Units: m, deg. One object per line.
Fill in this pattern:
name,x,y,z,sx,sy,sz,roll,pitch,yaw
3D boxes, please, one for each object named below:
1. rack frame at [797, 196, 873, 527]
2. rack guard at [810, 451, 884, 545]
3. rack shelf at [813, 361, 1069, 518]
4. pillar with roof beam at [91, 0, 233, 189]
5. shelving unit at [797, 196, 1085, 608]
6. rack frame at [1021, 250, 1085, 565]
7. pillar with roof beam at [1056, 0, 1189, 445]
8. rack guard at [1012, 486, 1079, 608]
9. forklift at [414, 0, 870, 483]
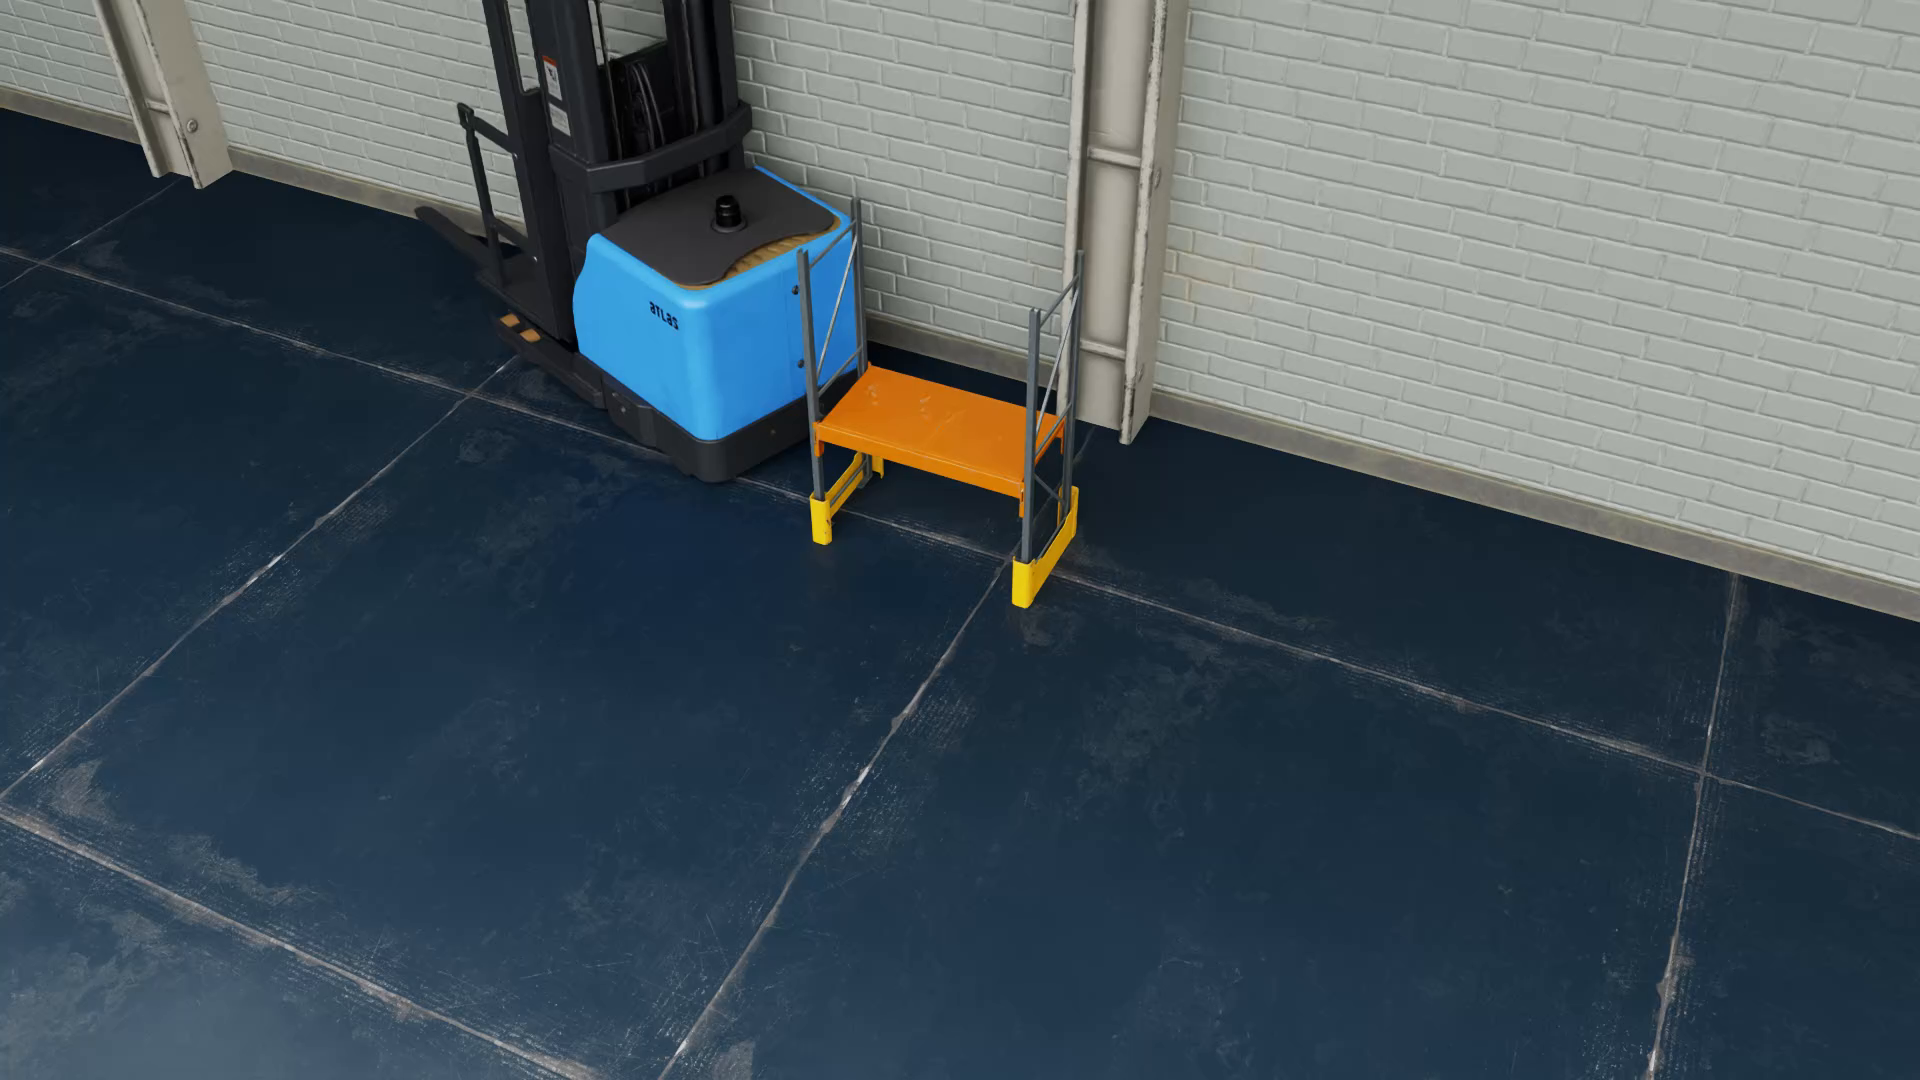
rack frame,-0.538,-0.731,7.332,0.032,1.500,0.500,17,44,19
rack guard,-0.520,-0.253,7.736,0.087,0.250,0.587,17,44,19
rack shelf,-0.077,-0.454,7.288,1.000,0.185,0.538,17,44,19
pillar with roof beam,-6.539,-3.119,4.362,0.400,9.000,9.100,17,44,19
shelving unit,-0.069,-0.588,7.167,1.083,1.500,0.587,17,44,19
rack frame,0.383,-0.450,7.008,0.032,1.500,0.500,17,44,19
pillar with roof beam,-1.102,-1.457,2.445,0.400,9.000,9.100,17,44,19
rack guard,0.382,0.022,7.417,0.087,0.250,0.587,17,44,19
forklift,-1.825,-2.250,7.992,1.130,2.935,3.031,-32,50,-31
